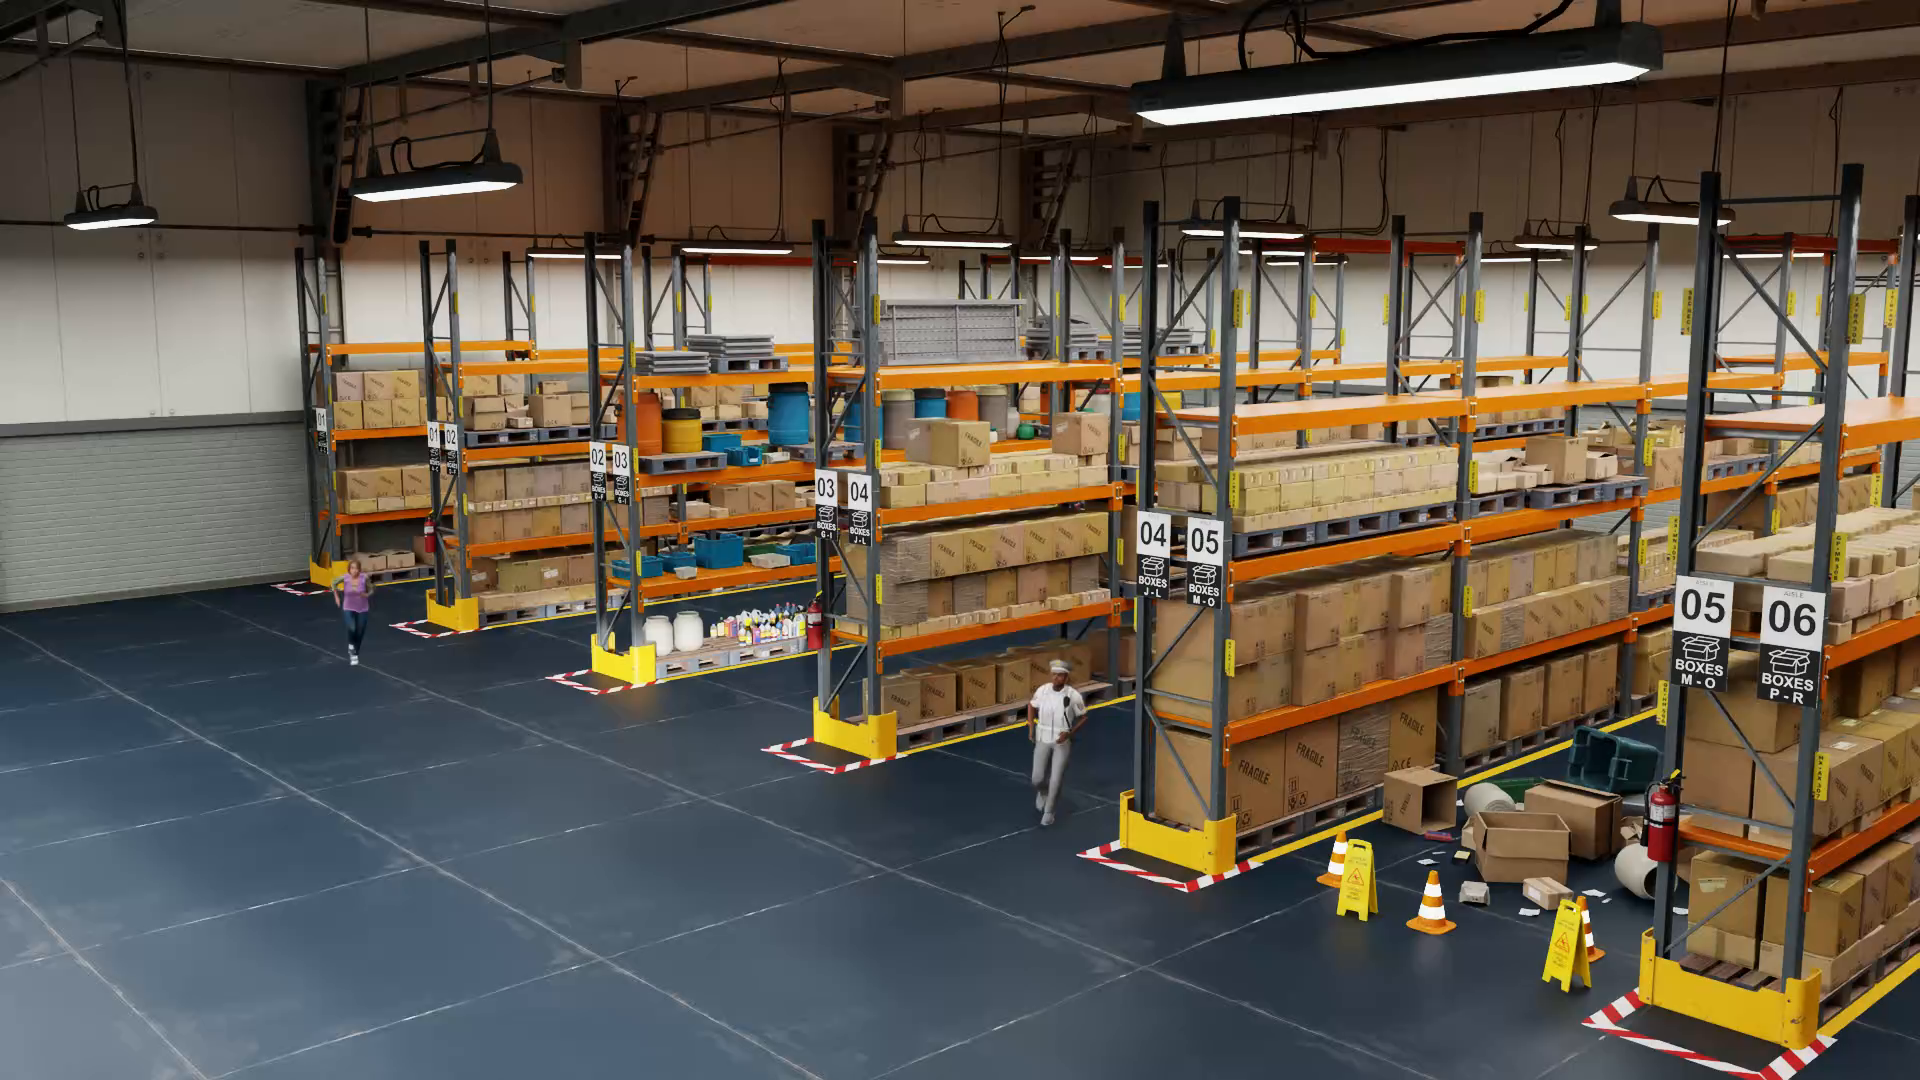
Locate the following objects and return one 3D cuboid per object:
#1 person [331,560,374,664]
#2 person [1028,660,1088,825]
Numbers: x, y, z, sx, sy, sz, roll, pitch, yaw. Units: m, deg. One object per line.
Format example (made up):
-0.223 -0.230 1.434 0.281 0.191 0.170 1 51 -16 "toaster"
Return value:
-8.478 1.025 23.278 0.525 1.496 0.725 -4 9 -27 "person"
0.931 1.977 16.337 0.593 1.664 0.509 2 9 15 "person"
